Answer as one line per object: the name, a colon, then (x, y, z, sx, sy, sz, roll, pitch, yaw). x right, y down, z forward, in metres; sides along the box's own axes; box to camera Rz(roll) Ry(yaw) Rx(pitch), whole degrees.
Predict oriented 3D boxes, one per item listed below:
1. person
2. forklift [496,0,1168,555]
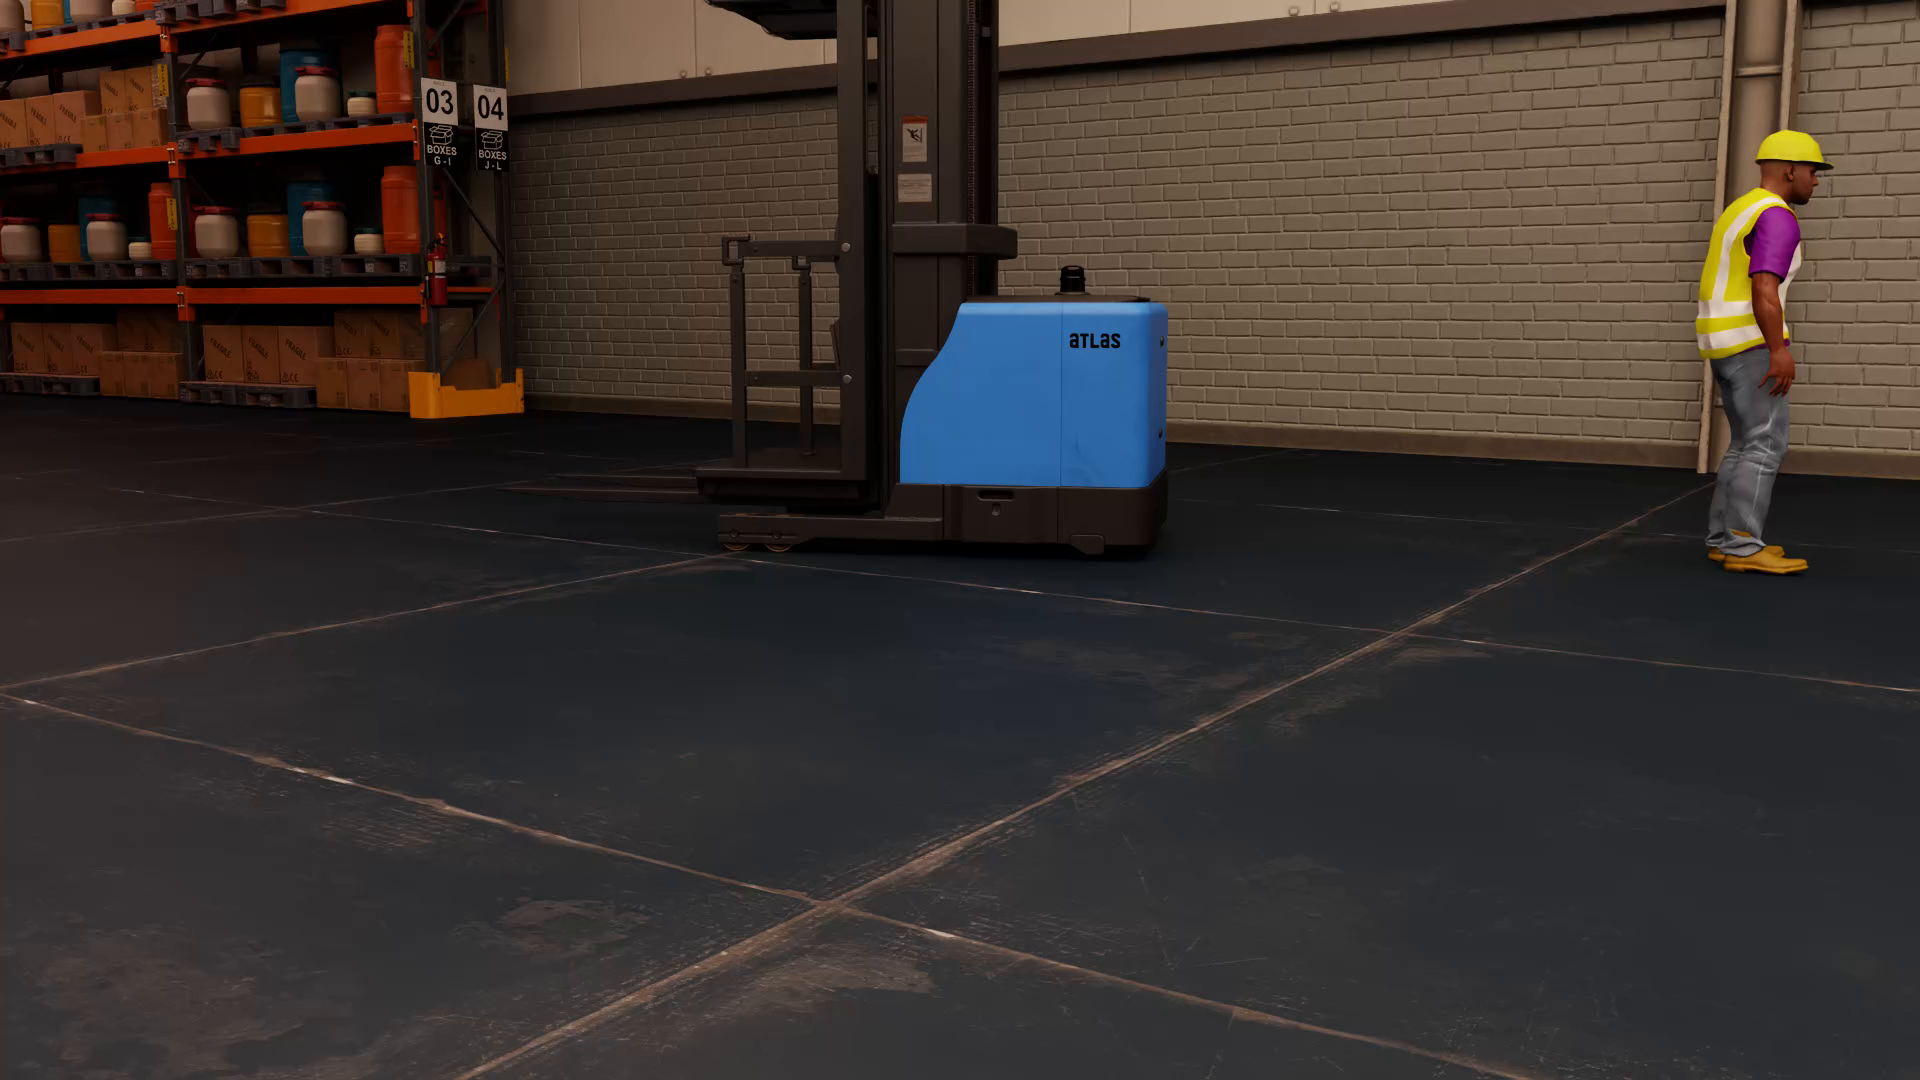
person: (3.249, -0.766, 6.756, 0.463, 1.759, 0.626, 2, 8, 12)
forklift: (-0.596, -1.469, 7.520, 3.031, 2.935, 1.130, 2, 8, 12)
